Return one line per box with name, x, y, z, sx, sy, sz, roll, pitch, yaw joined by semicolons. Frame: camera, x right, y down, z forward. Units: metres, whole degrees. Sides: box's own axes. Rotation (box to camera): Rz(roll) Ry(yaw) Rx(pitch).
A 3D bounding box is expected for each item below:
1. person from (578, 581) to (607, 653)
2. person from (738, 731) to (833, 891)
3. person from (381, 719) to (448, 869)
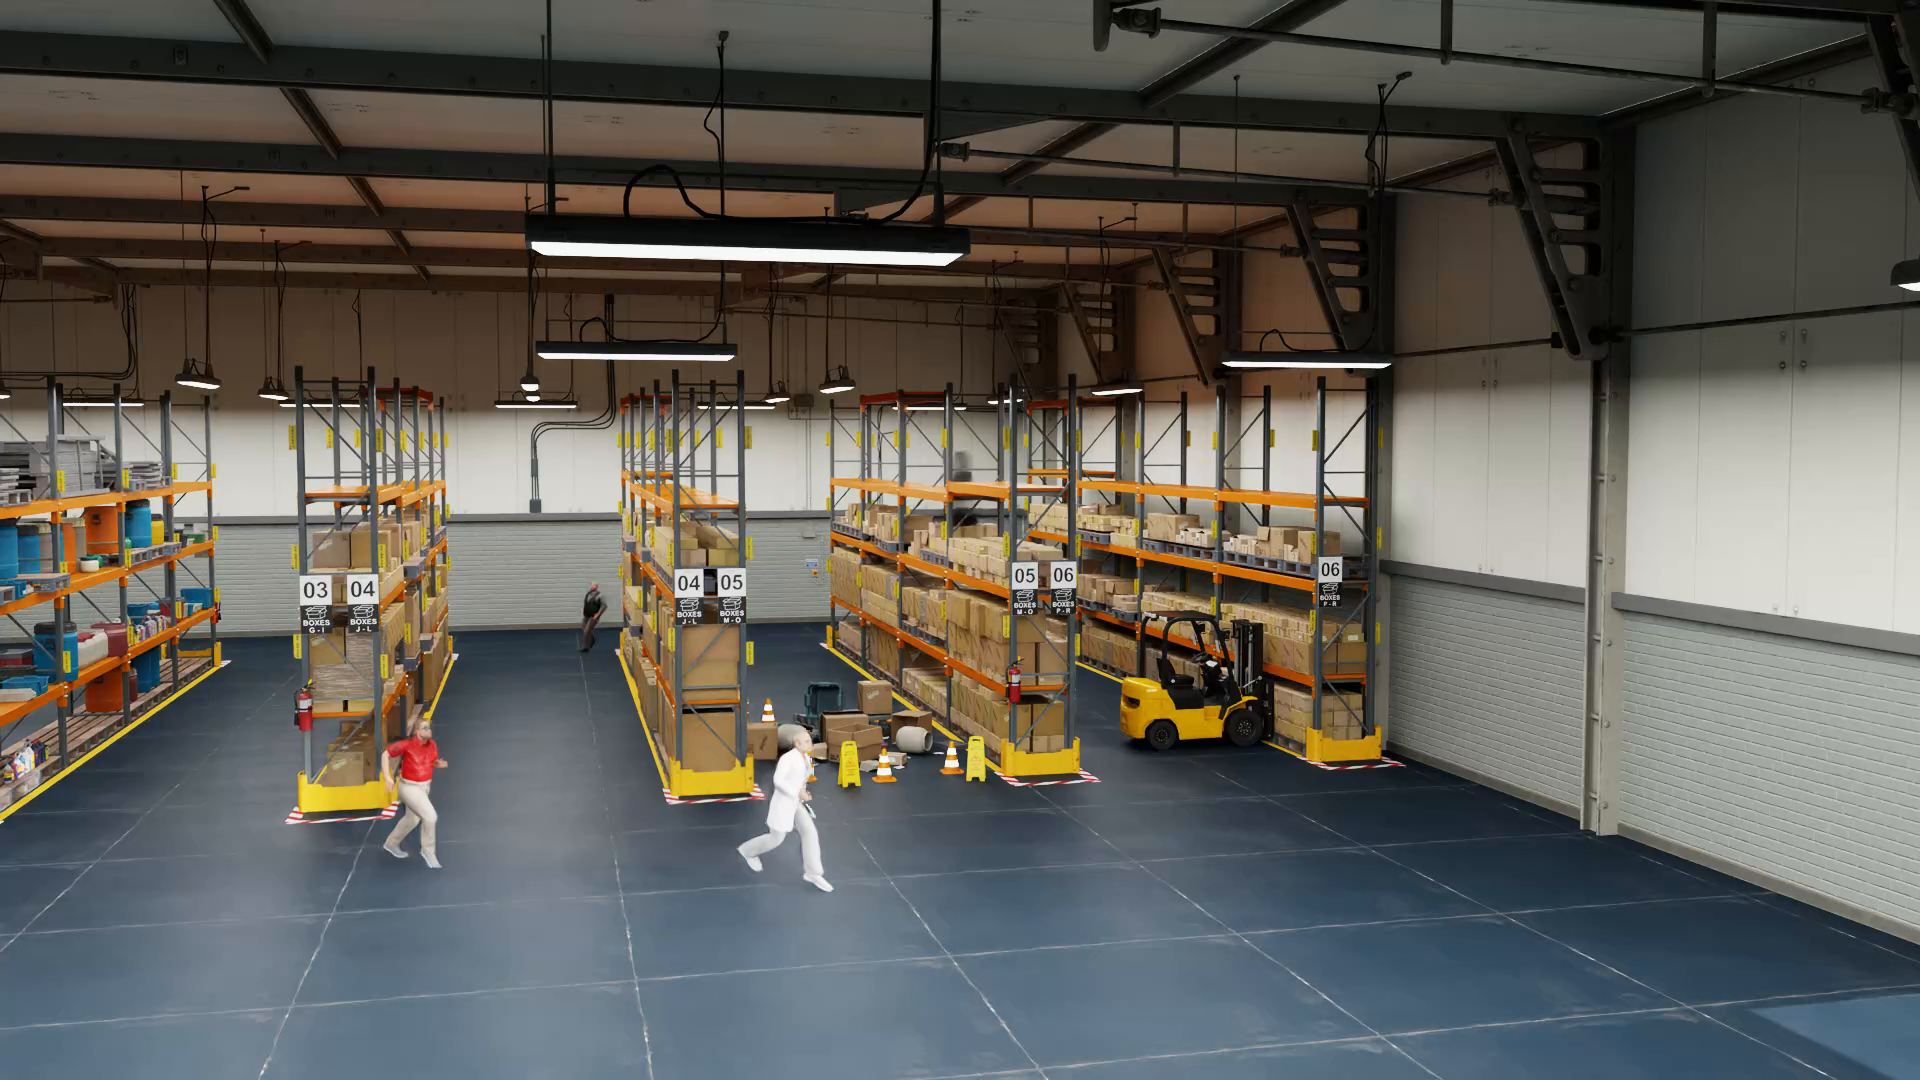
person;-8.672;1.812;39.400;0.704;1.681;0.702;2;4;27
person;-1.968;3.015;18.698;1.189;1.778;0.712;2;4;26
person;-6.446;2.990;19.602;0.881;1.785;0.687;1;4;18
